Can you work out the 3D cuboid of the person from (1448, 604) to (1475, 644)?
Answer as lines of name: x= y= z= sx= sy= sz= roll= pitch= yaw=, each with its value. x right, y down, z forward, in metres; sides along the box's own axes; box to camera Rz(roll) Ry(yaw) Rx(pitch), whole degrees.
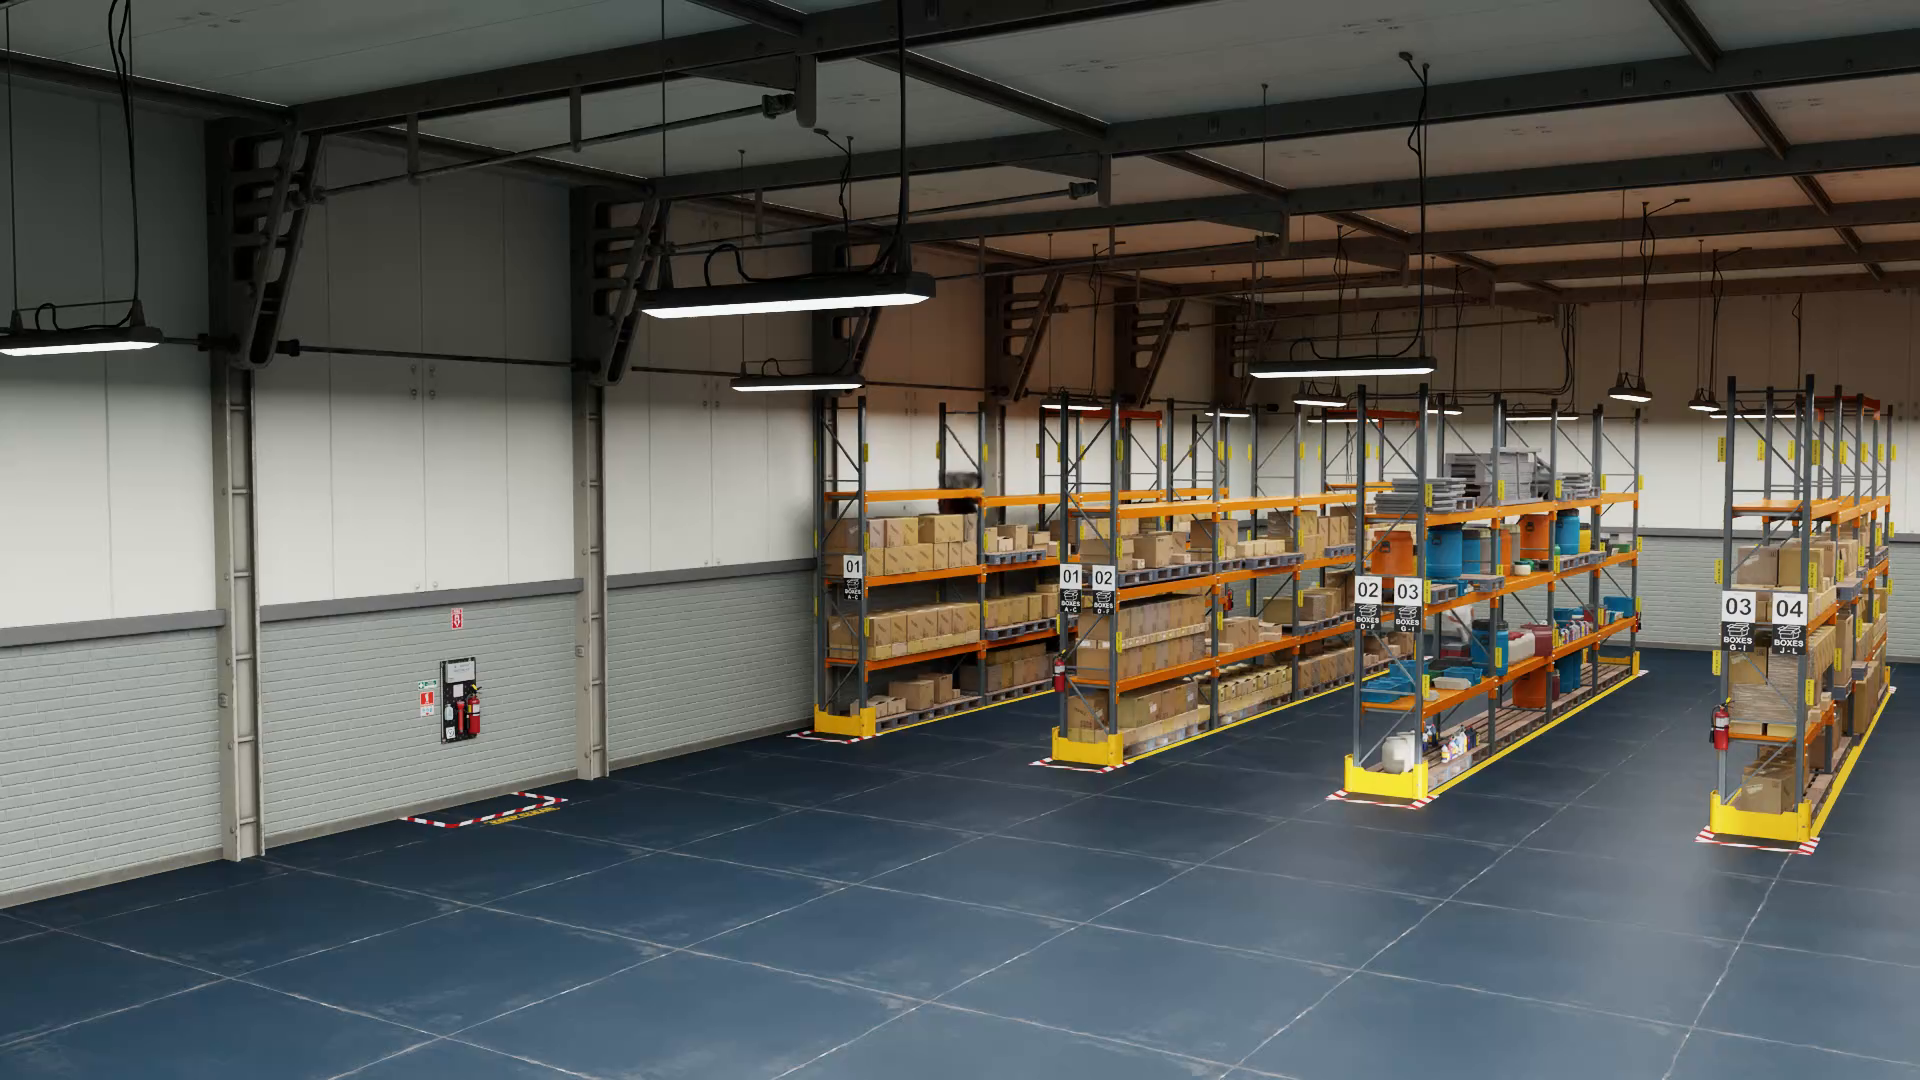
person: x=12.200 y=2.056 z=40.108 sx=0.865 sy=1.667 sz=0.617 roll=-1 pitch=3 yaw=-10
